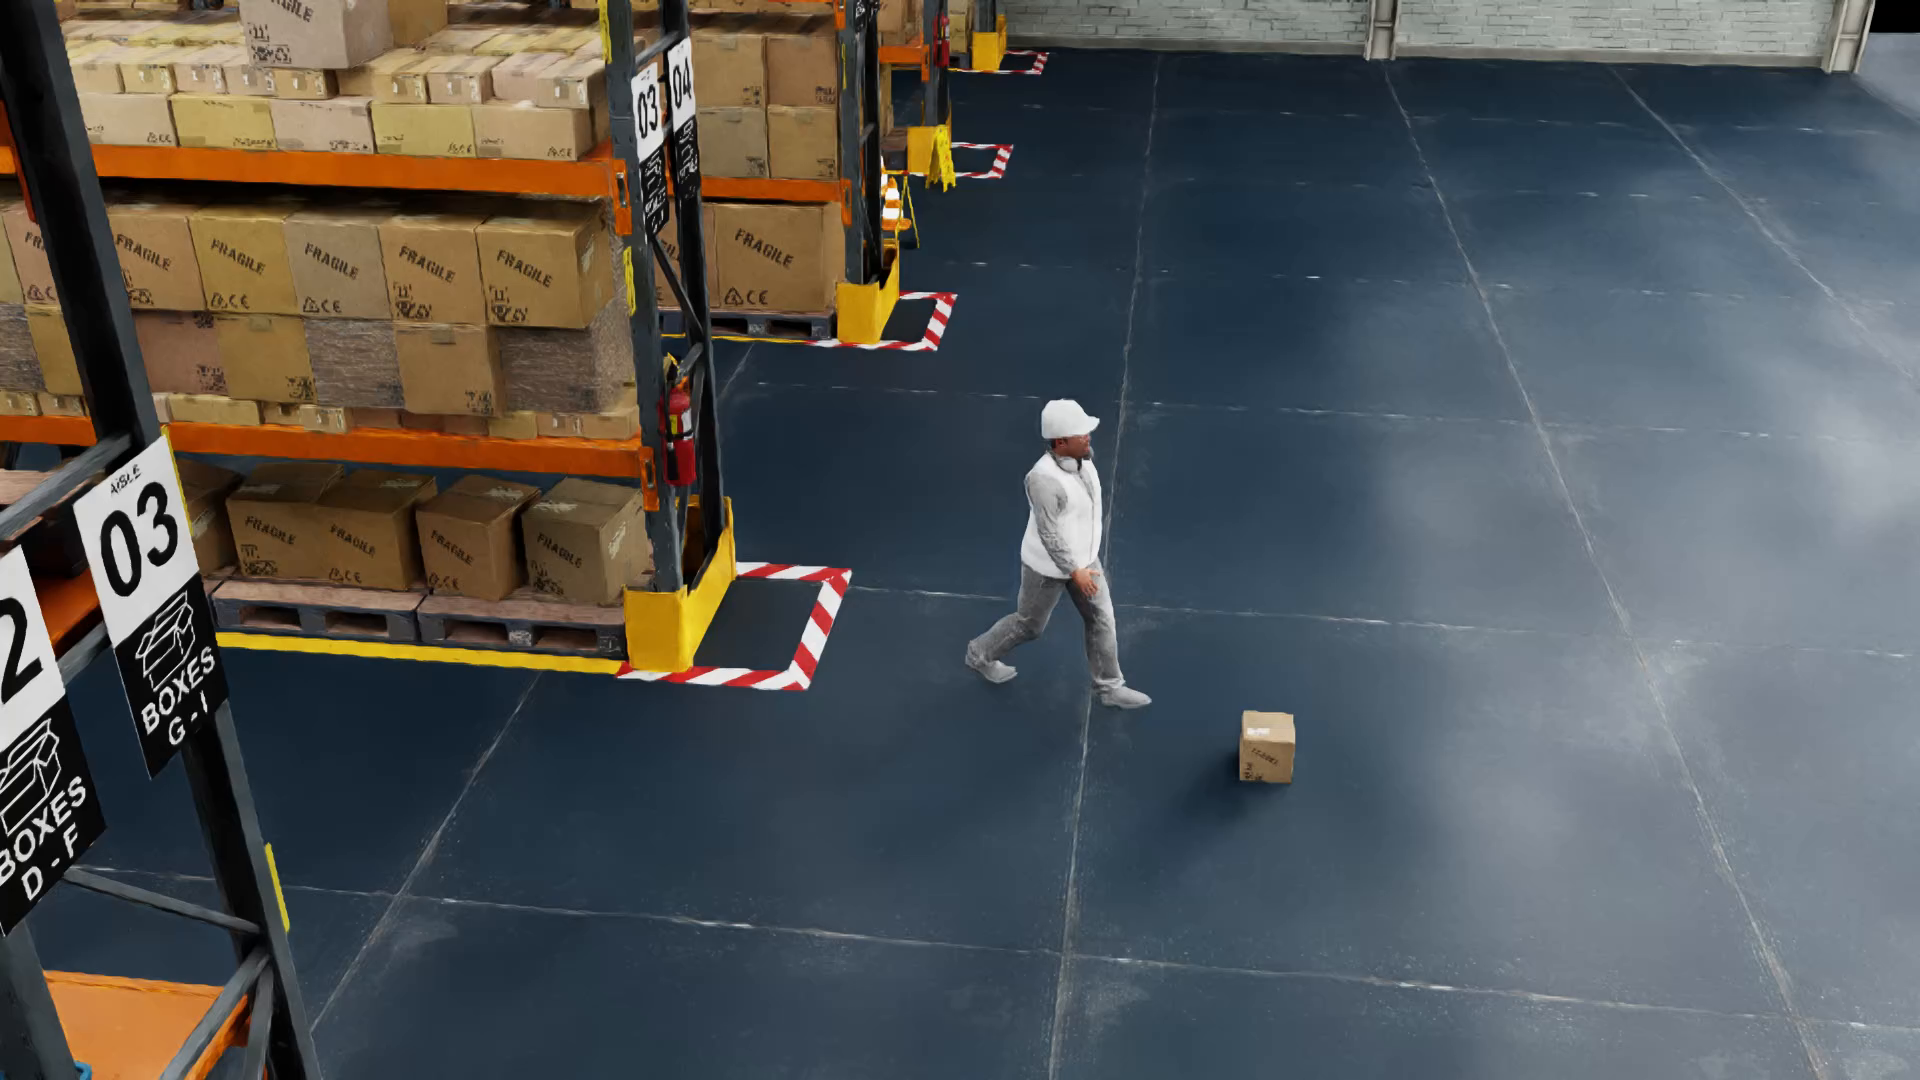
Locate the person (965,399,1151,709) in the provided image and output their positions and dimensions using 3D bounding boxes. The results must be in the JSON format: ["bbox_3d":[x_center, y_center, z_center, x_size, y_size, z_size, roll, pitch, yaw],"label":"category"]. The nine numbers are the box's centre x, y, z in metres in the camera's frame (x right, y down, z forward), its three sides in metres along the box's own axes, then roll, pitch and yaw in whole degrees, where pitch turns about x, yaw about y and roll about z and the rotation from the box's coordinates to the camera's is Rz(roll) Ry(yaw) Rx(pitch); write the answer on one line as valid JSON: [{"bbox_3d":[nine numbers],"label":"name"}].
[{"bbox_3d":[0.517,0.073,8.472,1.024,1.737,0.541,17,33,29],"label":"person"}]
